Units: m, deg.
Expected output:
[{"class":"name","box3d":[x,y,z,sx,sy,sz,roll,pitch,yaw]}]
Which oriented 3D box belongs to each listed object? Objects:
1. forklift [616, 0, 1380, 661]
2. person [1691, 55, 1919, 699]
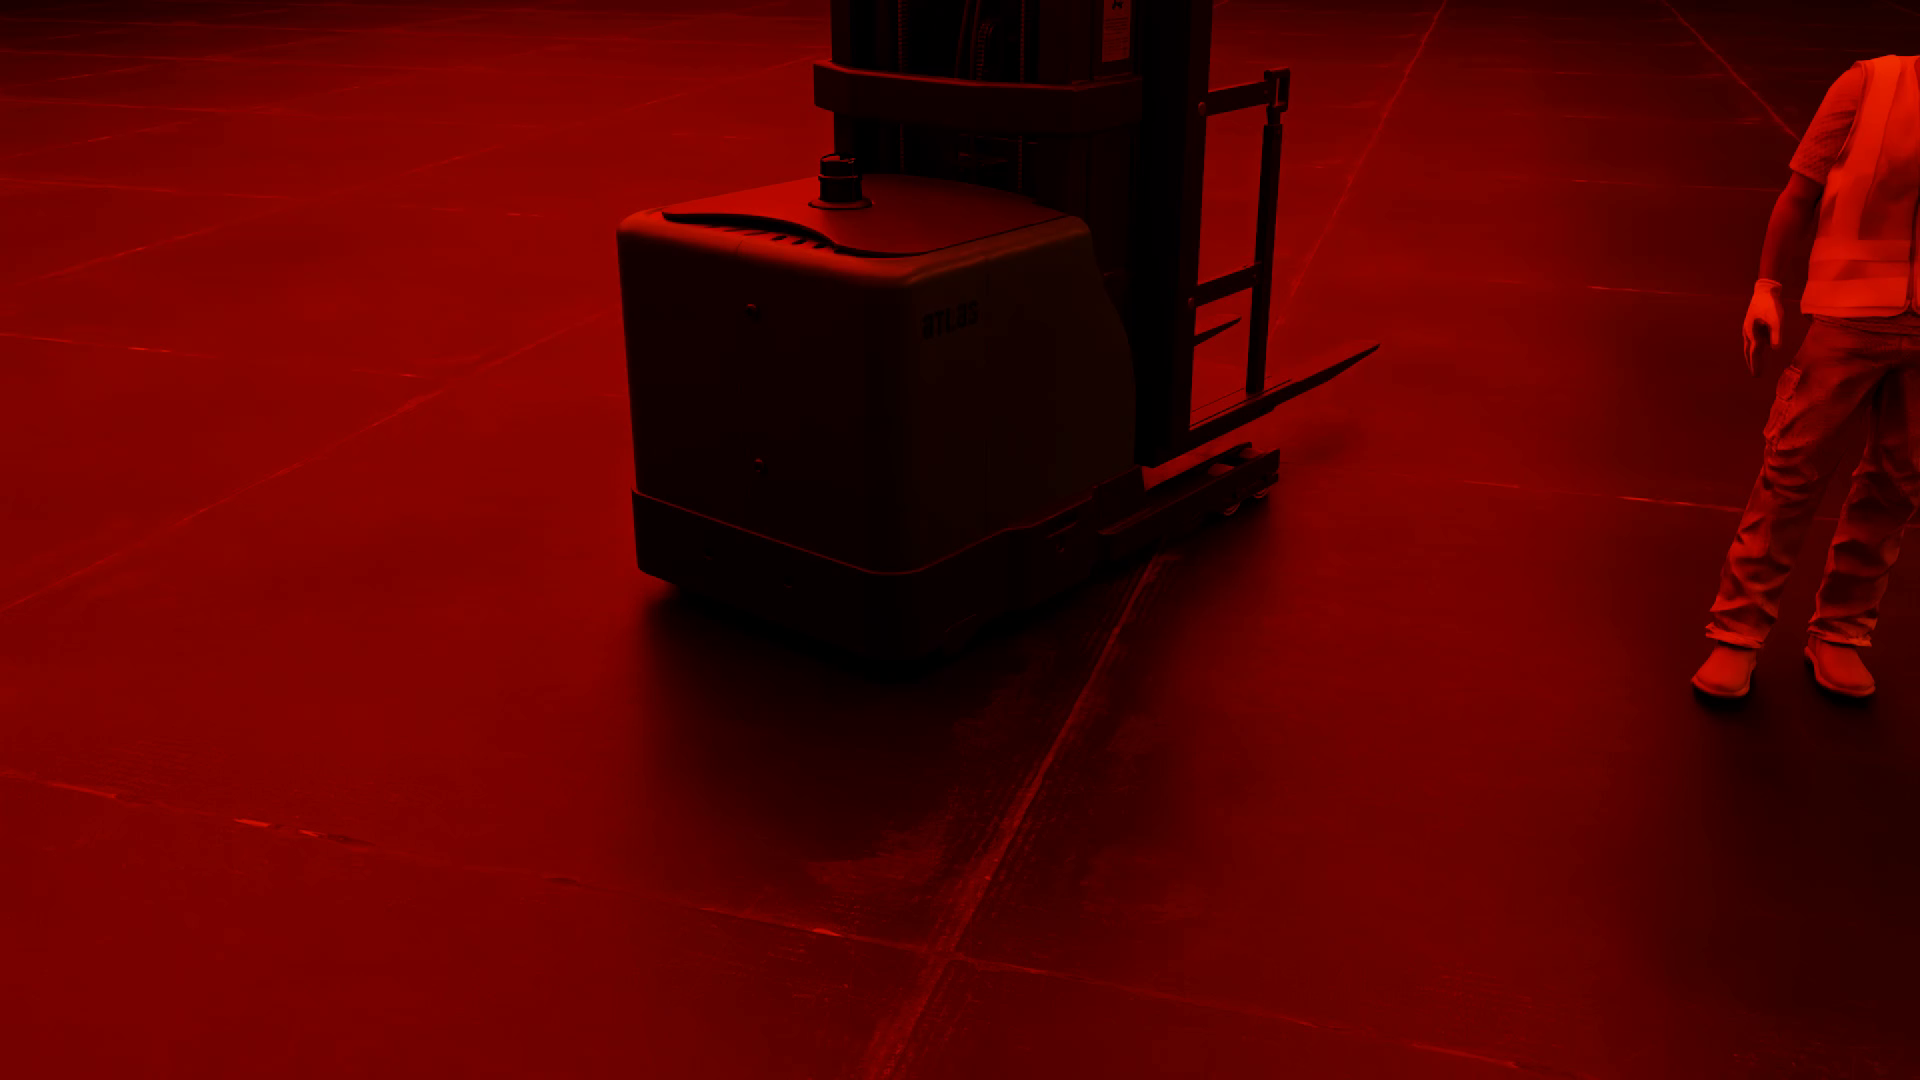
[{"class":"forklift","box3d":[0.395,-1.539,5.008,1.130,2.935,3.031,17,28,36]},{"class":"person","box3d":[2.209,-0.478,3.924,0.656,1.781,0.579,8,24,19]}]
